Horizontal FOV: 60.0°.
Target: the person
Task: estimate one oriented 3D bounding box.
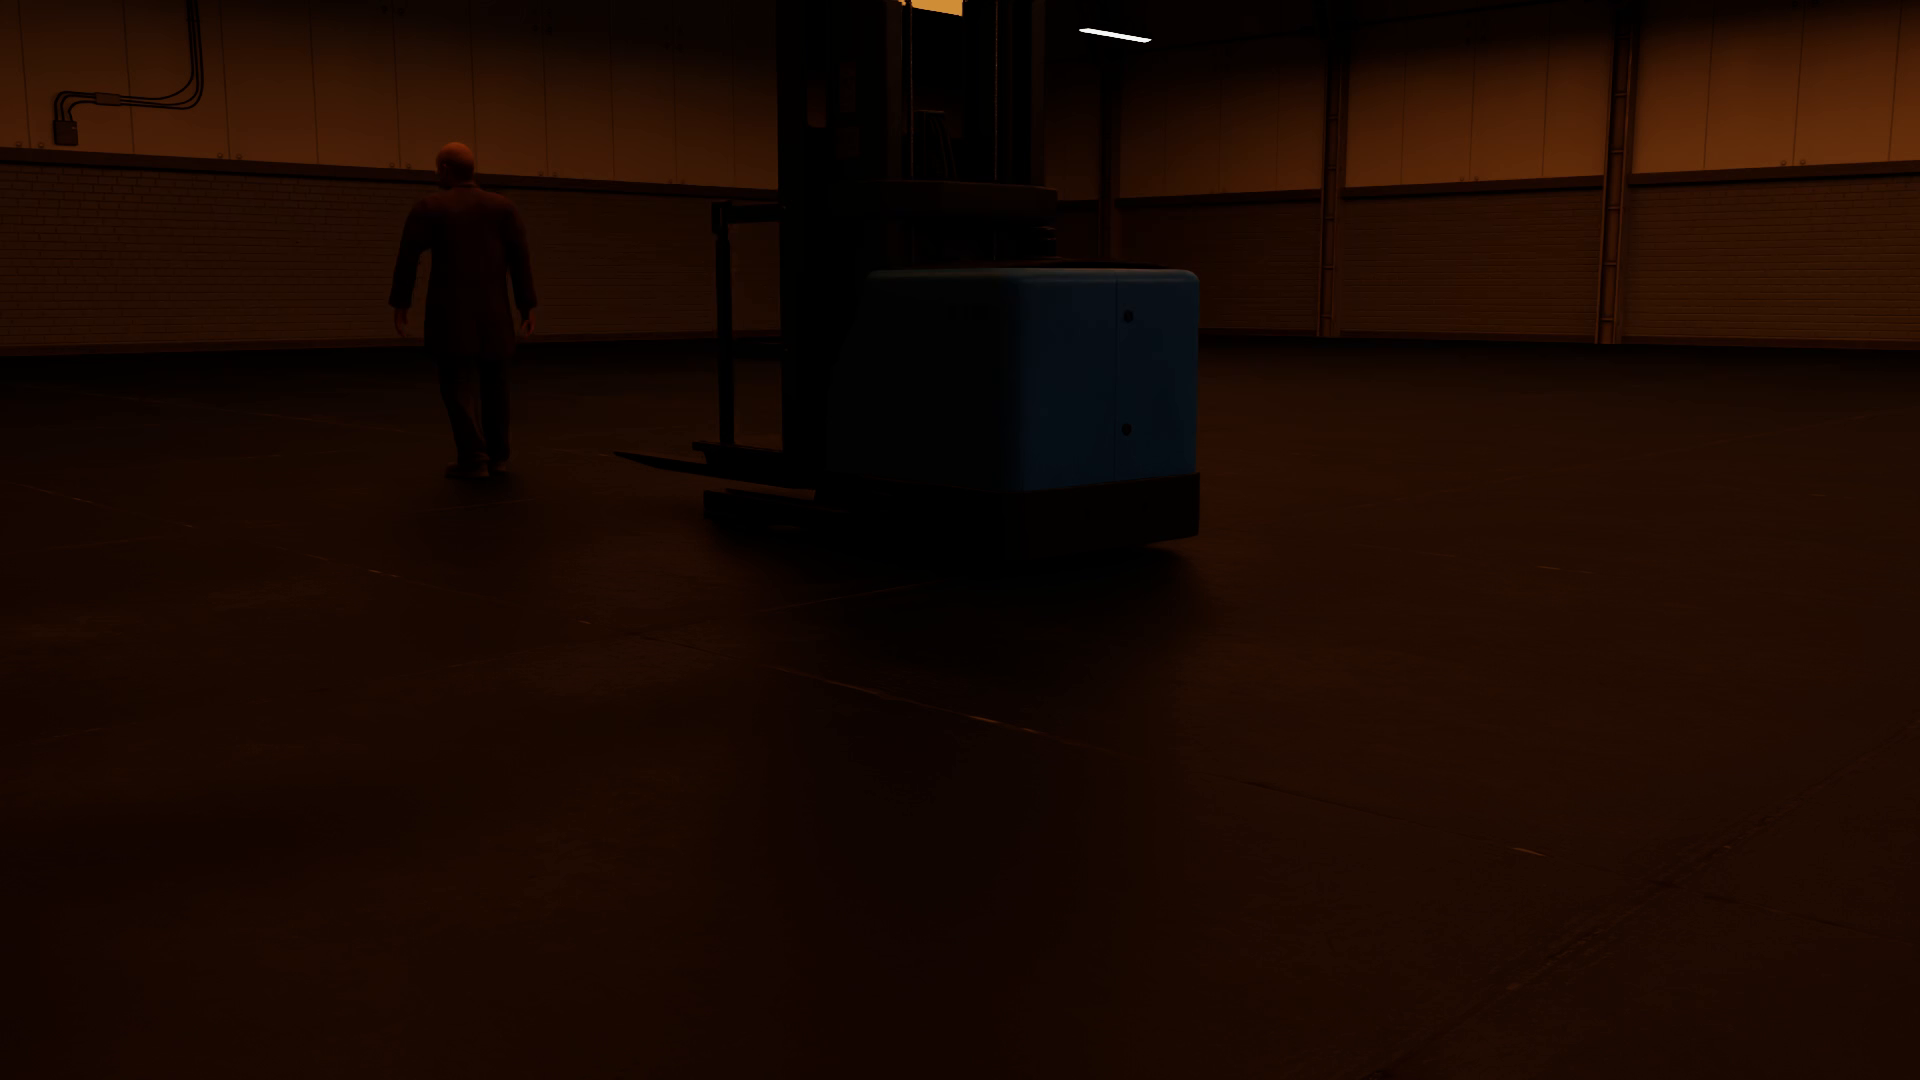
[{"bbox_3d":[-2.695,-1.230,8.978,0.742,1.761,0.676,-5,10,-30],"label":"person"}]

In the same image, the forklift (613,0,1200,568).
[{"bbox_3d":[-0.434,-1.519,6.960,1.130,2.935,3.031,-7,11,-41],"label":"forklift"}]
